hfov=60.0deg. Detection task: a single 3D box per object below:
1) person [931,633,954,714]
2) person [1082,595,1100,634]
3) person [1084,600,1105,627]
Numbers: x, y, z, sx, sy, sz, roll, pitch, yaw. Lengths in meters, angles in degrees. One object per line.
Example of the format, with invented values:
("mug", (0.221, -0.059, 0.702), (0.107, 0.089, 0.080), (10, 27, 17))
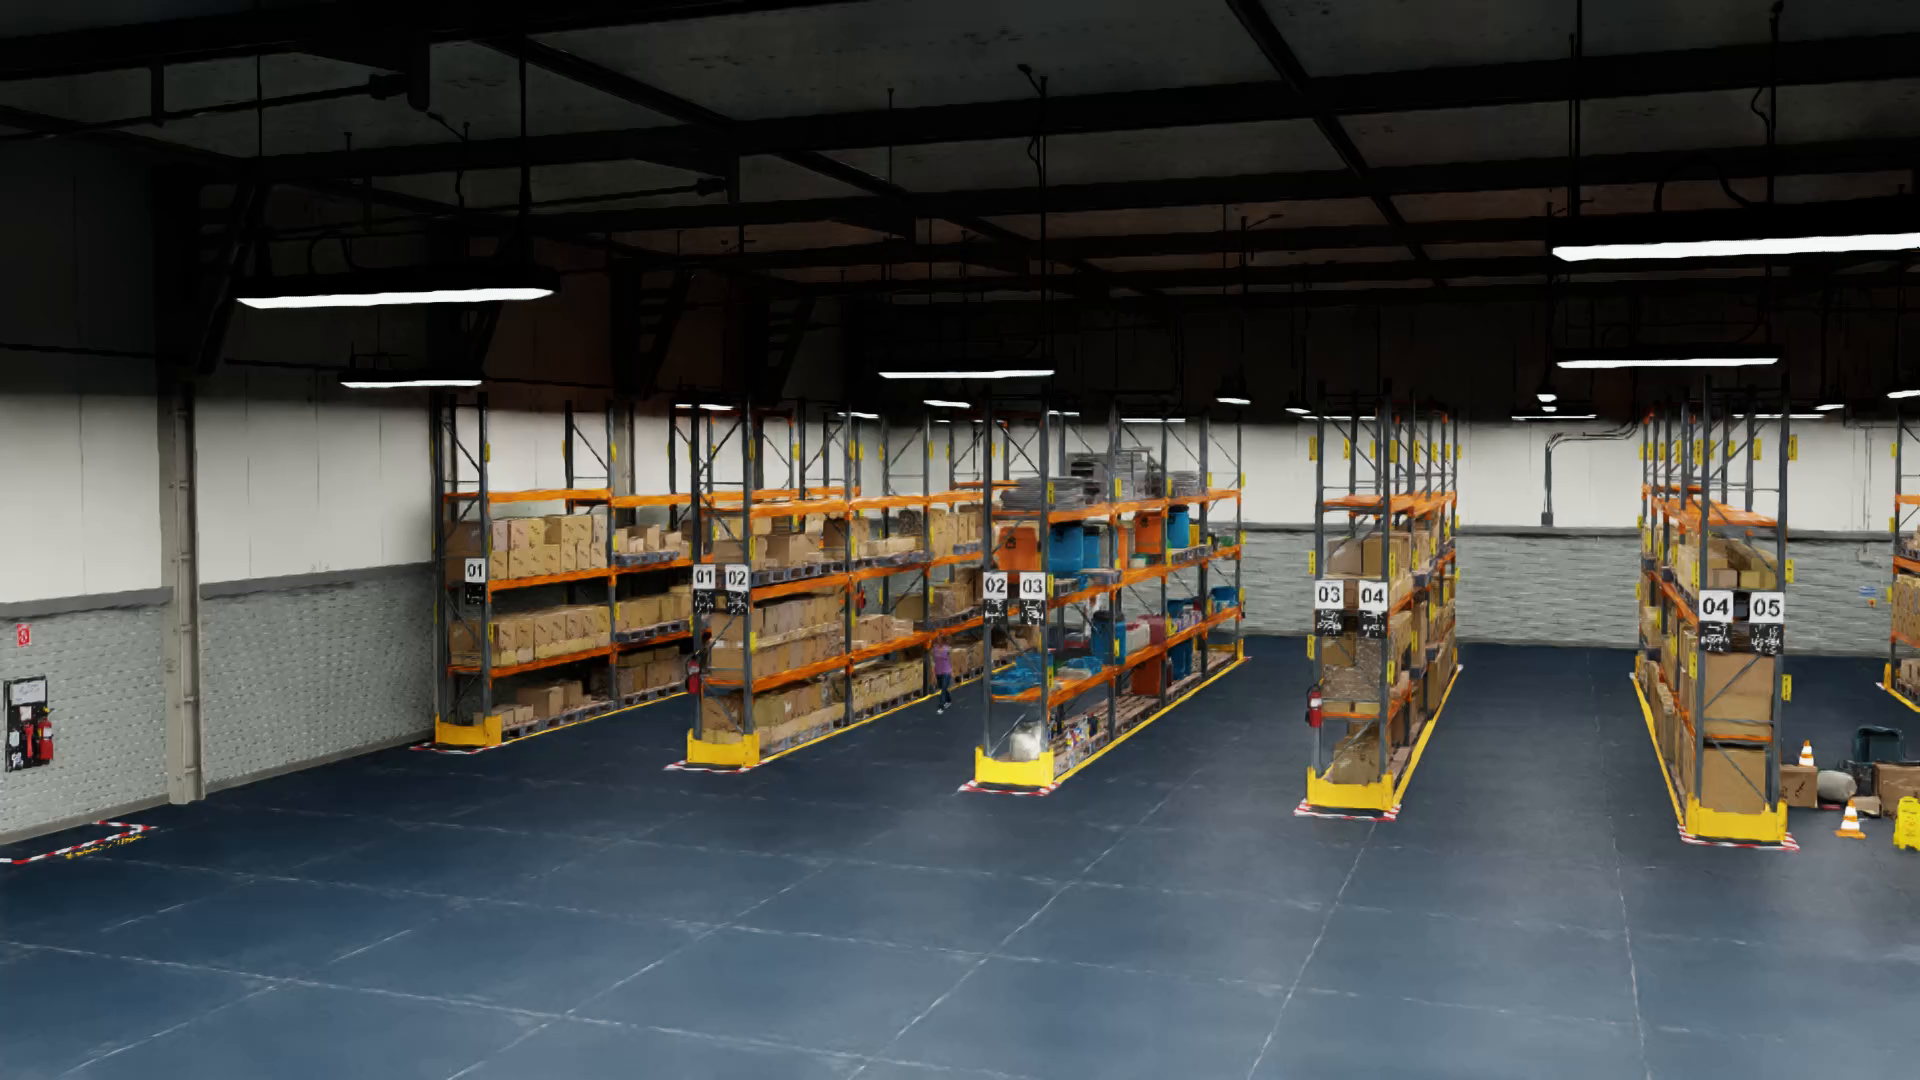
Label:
("person", (-0.351, 2.530, 31.906), (0.417, 1.517, 1.032), (1, 3, 22))
("person", (3.410, 1.785, 43.119), (0.608, 1.711, 0.453), (-2, 4, -32))
("person", (3.184, 2.030, 39.522), (0.565, 1.736, 1.045), (1, 3, 19))
